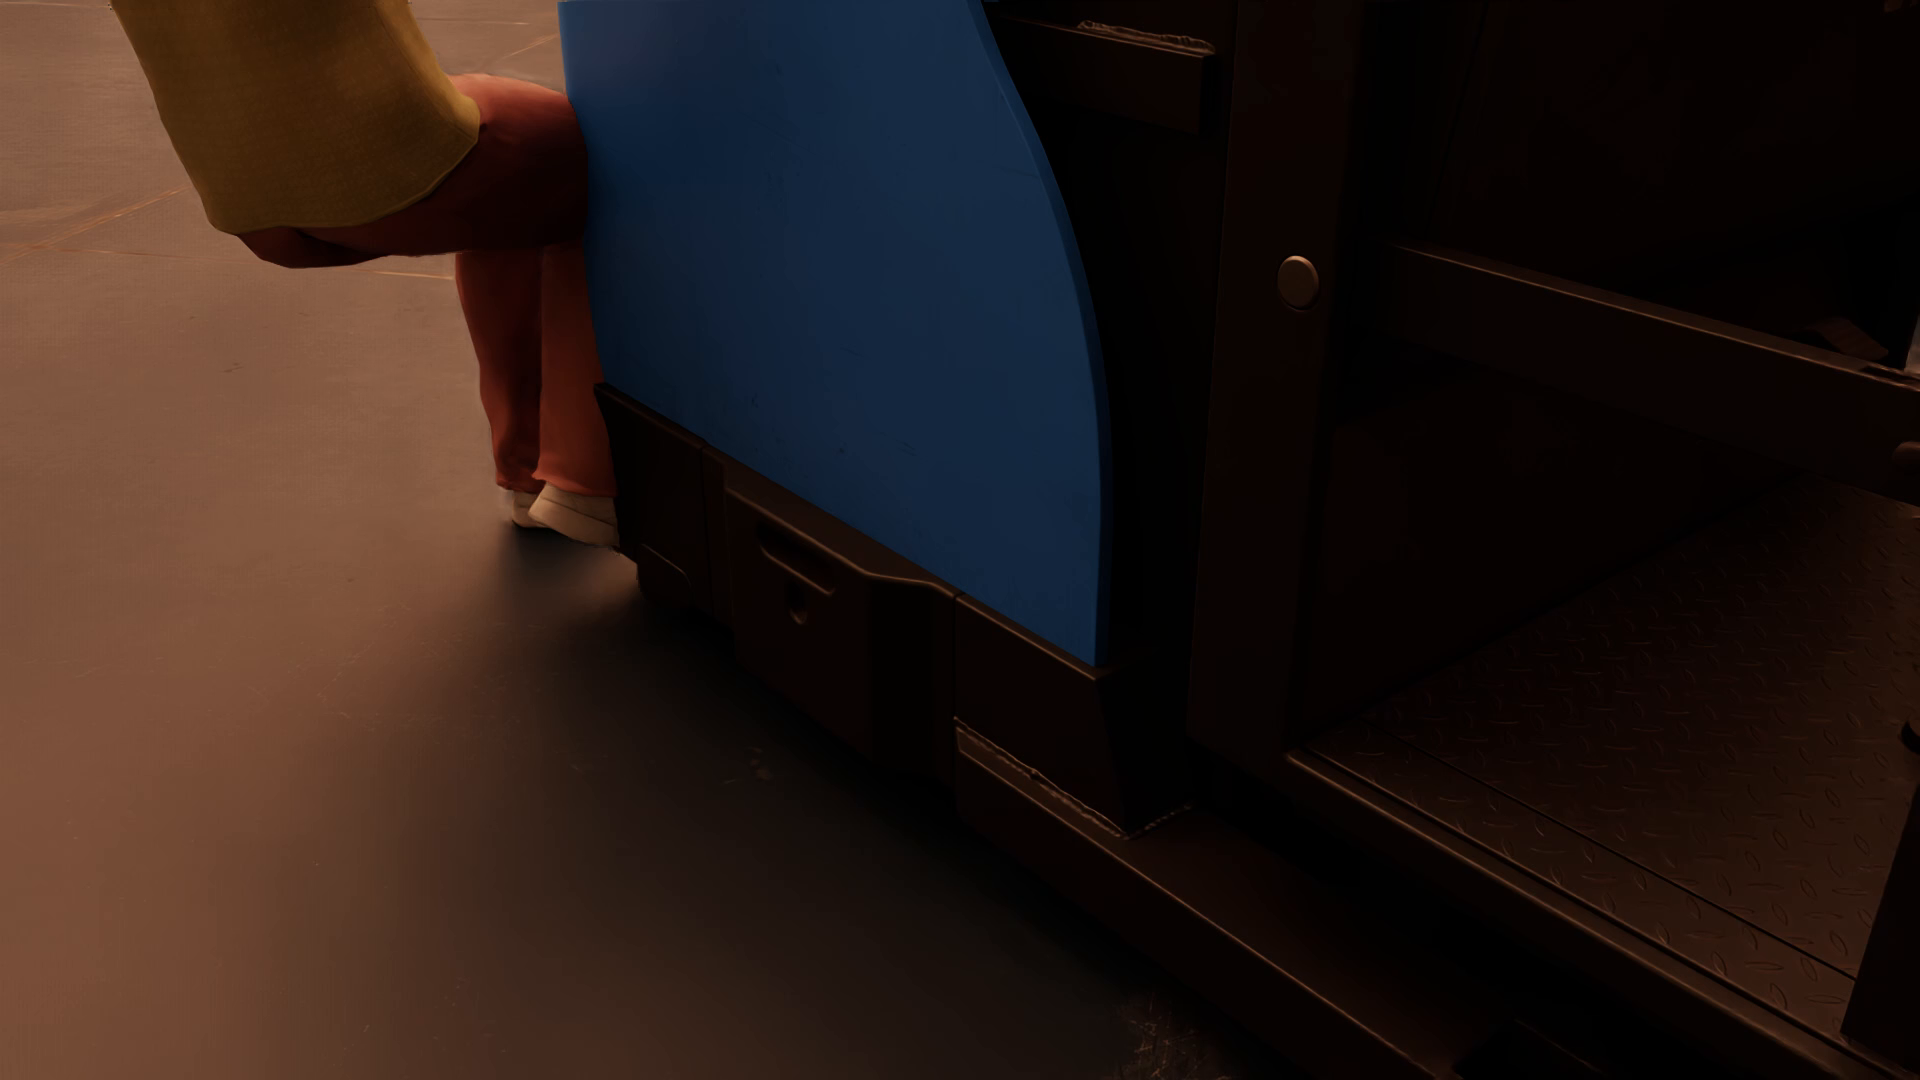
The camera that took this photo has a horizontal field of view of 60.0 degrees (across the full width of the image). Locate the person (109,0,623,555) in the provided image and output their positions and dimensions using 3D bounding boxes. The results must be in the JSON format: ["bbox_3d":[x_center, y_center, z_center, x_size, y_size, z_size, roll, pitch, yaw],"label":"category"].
[{"bbox_3d":[-0.646,-0.595,2.088,0.872,1.428,0.836,9,28,17],"label":"person"}]

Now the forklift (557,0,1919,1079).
[{"bbox_3d":[0.810,-0.897,1.025,1.130,2.935,3.031,-20,33,-35],"label":"forklift"}]
